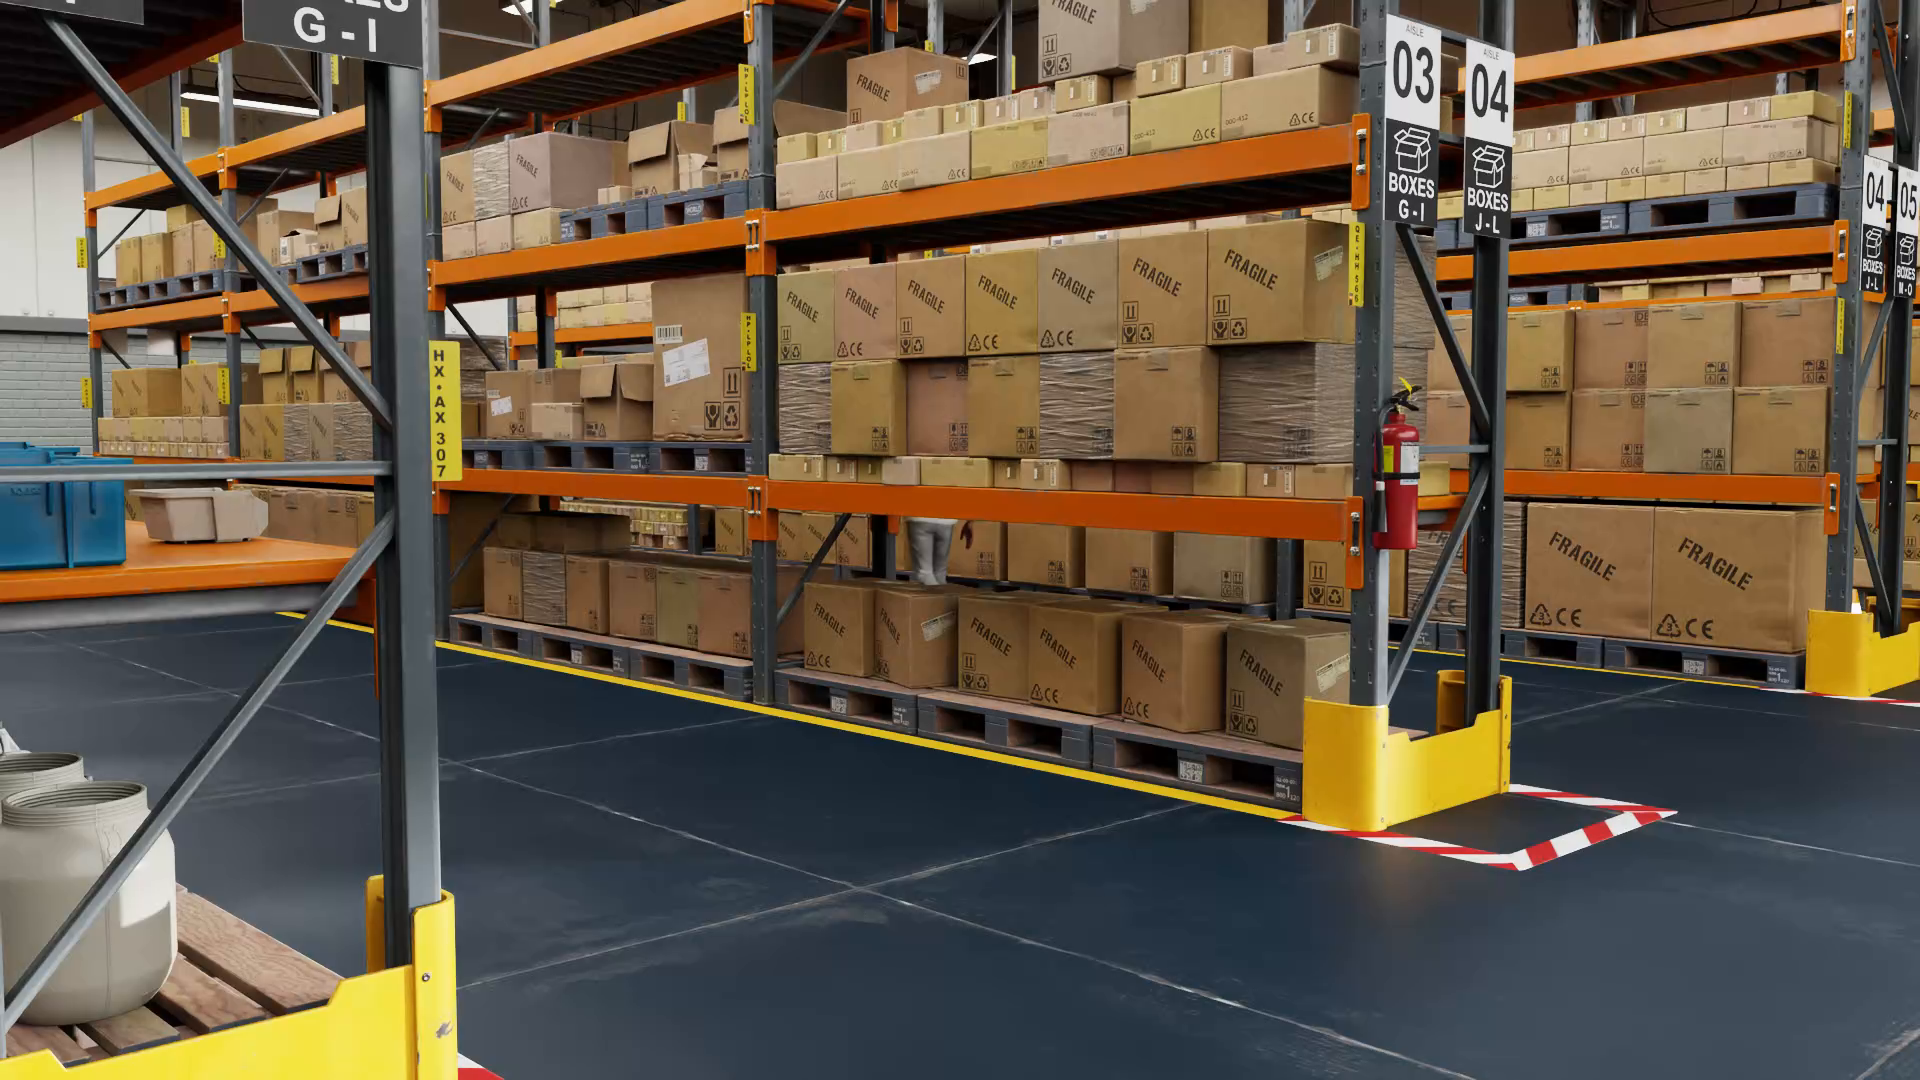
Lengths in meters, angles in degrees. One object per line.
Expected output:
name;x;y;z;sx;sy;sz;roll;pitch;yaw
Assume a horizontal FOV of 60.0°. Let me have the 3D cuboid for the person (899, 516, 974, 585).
person;-0.242;-0.151;12.958;0.608;1.727;1.009;-1;4;-15
